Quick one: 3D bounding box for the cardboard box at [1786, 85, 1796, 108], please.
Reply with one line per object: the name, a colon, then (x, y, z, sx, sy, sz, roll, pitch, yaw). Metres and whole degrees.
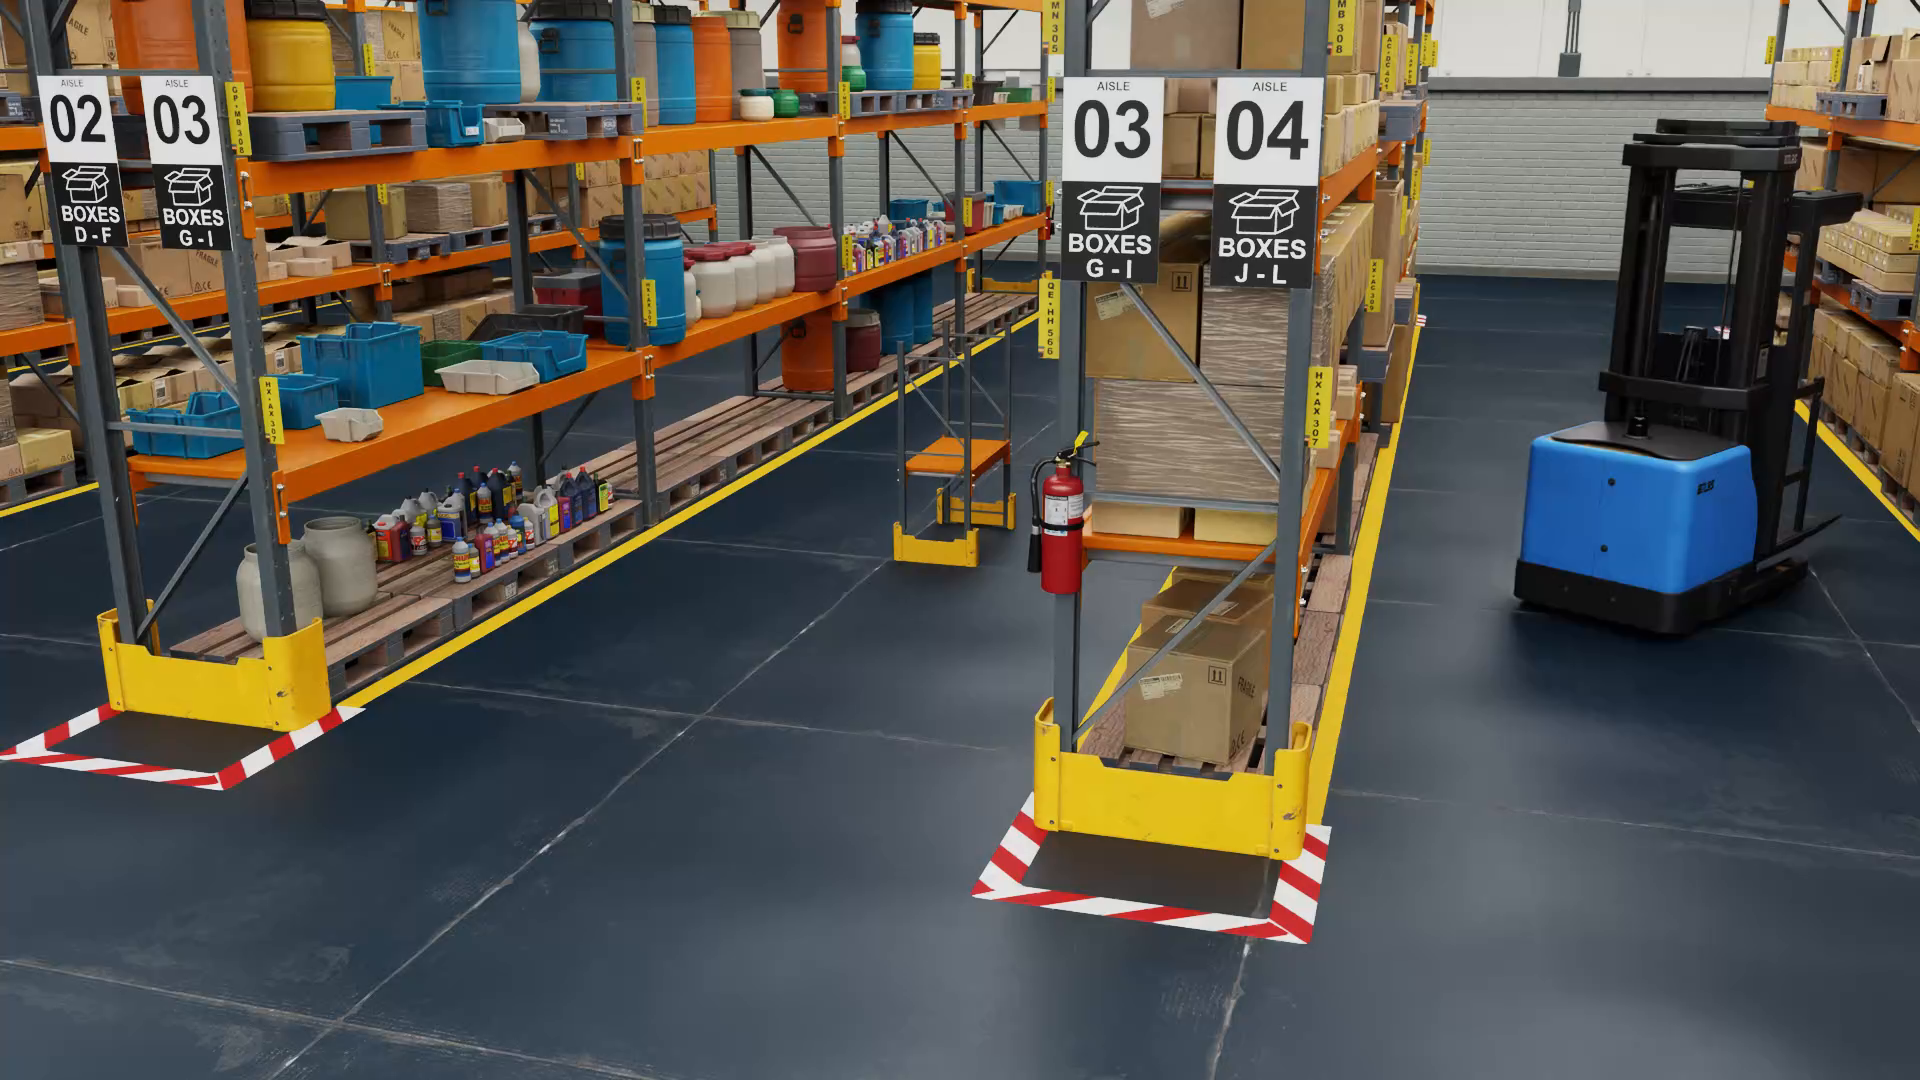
cardboard box: (9.513, -4.927, 18.479, 0.500, 0.250, 0.500, 4, 16, 14)

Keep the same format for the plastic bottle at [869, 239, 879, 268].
plastic bottle: (-0.864, -2.874, 16.677, 0.061, 0.283, 0.133, 5, 16, 16)

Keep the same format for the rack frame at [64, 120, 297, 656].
rack frame: (-3.849, -0.536, 8.221, 1.000, 3.000, 0.127, 5, 16, 16)

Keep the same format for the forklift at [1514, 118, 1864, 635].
forklift: (4.868, -1.171, 10.586, 3.031, 2.935, 1.130, -14, 21, -41)

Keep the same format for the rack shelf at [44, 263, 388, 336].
rack shelf: (-6.892, -2.144, 15.211, 1.077, 0.370, 4.000, 5, 16, 16)

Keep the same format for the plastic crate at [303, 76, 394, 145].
plastic crate: (-3.596, -2.493, 9.655, 0.392, 0.384, 0.575, 5, 16, 16)

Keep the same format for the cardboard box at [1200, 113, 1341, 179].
cardboard box: (1.284, -1.628, 6.851, 0.500, 0.250, 0.500, 5, 17, 18)

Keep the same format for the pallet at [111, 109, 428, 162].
pallet: (-3.520, -2.097, 8.574, 1.003, 0.211, 1.213, 5, 16, 16)

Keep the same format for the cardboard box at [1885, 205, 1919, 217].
cardboard box: (9.110, -3.127, 15.958, 0.380, 0.149, 0.250, 5, 17, 18)

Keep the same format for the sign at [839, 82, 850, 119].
sign: (-1.046, -3.981, 15.061, 0.100, 0.325, 0.005, 5, 16, 16)

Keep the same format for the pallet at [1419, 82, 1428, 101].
pallet: (5.246, -5.543, 20.540, 1.003, 0.211, 1.213, 5, 16, 16)

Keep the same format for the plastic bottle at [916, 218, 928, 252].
plastic bottle: (-0.439, -3.337, 18.188, 0.144, 0.351, 0.185, 5, 16, 16)

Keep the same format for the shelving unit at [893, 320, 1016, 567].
shelving unit: (-0.022, -0.702, 11.554, 0.587, 1.500, 1.083, 5, 16, 16)

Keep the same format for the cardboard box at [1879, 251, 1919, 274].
cardboard box: (7.604, -2.222, 13.313, 0.380, 0.149, 0.250, 5, 17, 17)

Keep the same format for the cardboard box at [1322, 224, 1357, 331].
cardboard box: (1.743, -1.339, 8.492, 0.500, 0.500, 0.500, 5, 16, 16)

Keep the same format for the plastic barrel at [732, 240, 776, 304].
plastic barrel: (-1.783, -2.287, 14.189, 0.421, 0.512, 0.421, 0, 16, 0)

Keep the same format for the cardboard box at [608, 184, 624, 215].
cardboard box: (-4.638, -4.355, 21.502, 0.500, 0.500, 0.500, 5, 17, 17)

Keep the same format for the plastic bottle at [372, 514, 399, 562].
plastic bottle: (-3.650, -0.015, 10.571, 0.152, 0.276, 0.135, 5, 17, 16)

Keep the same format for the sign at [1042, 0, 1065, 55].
sign: (0.373, -2.069, 6.507, 0.100, 0.325, 0.005, 5, 16, 16)

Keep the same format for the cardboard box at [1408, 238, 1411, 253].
cardboard box: (4.713, -3.222, 18.151, 0.380, 0.149, 0.250, 5, 16, 16)

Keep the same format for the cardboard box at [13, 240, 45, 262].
cardboard box: (-7.332, -2.240, 12.856, 0.380, 0.149, 0.250, 5, 16, 16)

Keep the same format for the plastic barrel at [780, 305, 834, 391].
plastic barrel: (-1.453, -1.916, 16.295, 0.600, 0.830, 0.708, 5, 16, 16)

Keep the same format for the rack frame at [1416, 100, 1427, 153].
rack frame: (5.447, -4.338, 21.625, 1.000, 3.000, 0.127, 5, 16, 16)

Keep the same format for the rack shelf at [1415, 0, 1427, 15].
rack shelf: (3.741, -5.115, 15.425, 1.077, 0.370, 4.000, 5, 16, 16)

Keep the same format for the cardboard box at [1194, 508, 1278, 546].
cardboard box: (1.209, -0.087, 7.099, 0.380, 0.149, 0.250, 5, 16, 16)

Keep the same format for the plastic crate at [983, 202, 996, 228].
plastic crate: (0.172, -4.032, 20.655, 0.437, 0.282, 0.530, 5, 16, 16)

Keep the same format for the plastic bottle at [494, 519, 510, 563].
plastic bottle: (-2.909, -0.001, 10.529, 0.097, 0.271, 0.097, 0, 16, 0)

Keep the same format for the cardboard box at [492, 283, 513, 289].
cardboard box: (-5.699, -2.821, 20.054, 0.500, 0.500, 0.500, 5, 17, 17)

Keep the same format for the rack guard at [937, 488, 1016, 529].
rack guard: (0.120, -0.231, 12.184, 0.587, 0.250, 0.087, 5, 16, 16)

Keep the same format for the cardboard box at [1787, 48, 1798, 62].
cardboard box: (9.556, -5.468, 18.743, 0.380, 0.149, 0.250, 5, 17, 17)

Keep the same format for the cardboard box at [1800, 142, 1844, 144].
cardboard box: (9.343, -4.101, 18.232, 0.500, 0.500, 0.500, 4, 16, 14)

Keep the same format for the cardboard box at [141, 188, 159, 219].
cardboard box: (-10.113, -4.239, 20.512, 0.500, 0.500, 0.500, 5, 16, 16)

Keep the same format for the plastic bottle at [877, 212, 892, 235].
plastic bottle: (-0.861, -3.574, 19.023, 0.144, 0.351, 0.185, 5, 16, 16)

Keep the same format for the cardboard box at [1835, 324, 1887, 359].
cardboard box: (8.275, -1.795, 15.097, 0.500, 0.250, 0.500, 5, 17, 18)

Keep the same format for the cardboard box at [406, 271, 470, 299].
cardboard box: (-5.984, -2.930, 19.061, 0.500, 0.250, 0.500, 4, 16, 15)

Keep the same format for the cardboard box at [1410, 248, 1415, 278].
cardboard box: (5.083, -3.106, 20.406, 0.875, 0.875, 0.875, 5, 16, 16)

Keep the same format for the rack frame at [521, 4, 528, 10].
rack frame: (-5.187, -6.946, 19.828, 1.000, 3.000, 0.127, 5, 16, 16)

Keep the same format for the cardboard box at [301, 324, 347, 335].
cardboard box: (-6.237, -2.007, 16.648, 0.500, 0.311, 0.500, 5, 17, 17)

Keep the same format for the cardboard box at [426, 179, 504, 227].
cardboard box: (-5.630, -3.843, 18.930, 0.700, 0.500, 0.500, 1, 16, 2)

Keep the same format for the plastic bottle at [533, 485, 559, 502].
plastic bottle: (-2.823, -0.247, 11.389, 0.152, 0.276, 0.135, 5, 16, 16)

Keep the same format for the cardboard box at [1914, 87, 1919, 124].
cardboard box: (7.818, -3.494, 12.970, 0.500, 0.500, 0.500, 5, 16, 16)

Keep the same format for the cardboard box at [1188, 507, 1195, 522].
cardboard box: (0.854, -0.187, 7.451, 0.380, 0.149, 0.250, 5, 16, 16)

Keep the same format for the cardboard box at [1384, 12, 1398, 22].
cardboard box: (4.583, -5.639, 18.205, 0.500, 0.250, 0.500, 4, 16, 12)

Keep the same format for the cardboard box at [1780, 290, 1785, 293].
cardboard box: (9.699, -2.932, 20.036, 0.380, 0.149, 0.250, 4, 16, 13)

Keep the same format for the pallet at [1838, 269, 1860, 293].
pallet: (8.423, -2.262, 14.660, 1.003, 0.211, 1.213, 5, 16, 16)

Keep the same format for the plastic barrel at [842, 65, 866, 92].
plastic barrel: (-1.054, -4.458, 16.069, 0.294, 0.245, 0.294, 0, 16, 0)

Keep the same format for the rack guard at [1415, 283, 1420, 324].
rack guard: (5.453, -3.141, 21.988, 1.175, 0.500, 0.348, 5, 16, 16)

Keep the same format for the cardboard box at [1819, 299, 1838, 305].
cardboard box: (10.053, -2.683, 19.157, 0.380, 0.149, 0.250, 4, 16, 14)

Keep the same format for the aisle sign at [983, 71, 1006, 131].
aisle sign: (0.433, -6.014, 22.772, 0.394, 0.787, 0.004, 5, 16, 16)

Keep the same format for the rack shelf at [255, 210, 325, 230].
rack shelf: (-9.369, -4.621, 23.941, 1.077, 0.370, 4.000, 5, 16, 16)

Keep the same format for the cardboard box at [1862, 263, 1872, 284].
cardboard box: (7.744, -2.212, 13.820, 0.380, 0.149, 0.250, 5, 17, 17)

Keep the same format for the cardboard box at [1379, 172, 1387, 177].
cardboard box: (3.584, -3.136, 15.365, 0.797, 0.503, 0.637, 5, 17, 17)

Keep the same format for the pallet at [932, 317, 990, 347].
pallet: (-0.267, -2.529, 20.359, 1.003, 0.211, 1.213, 5, 16, 16)

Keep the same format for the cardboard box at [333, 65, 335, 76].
cardboard box: (-6.399, -4.464, 16.077, 0.500, 0.250, 0.500, 3, 16, 12)
